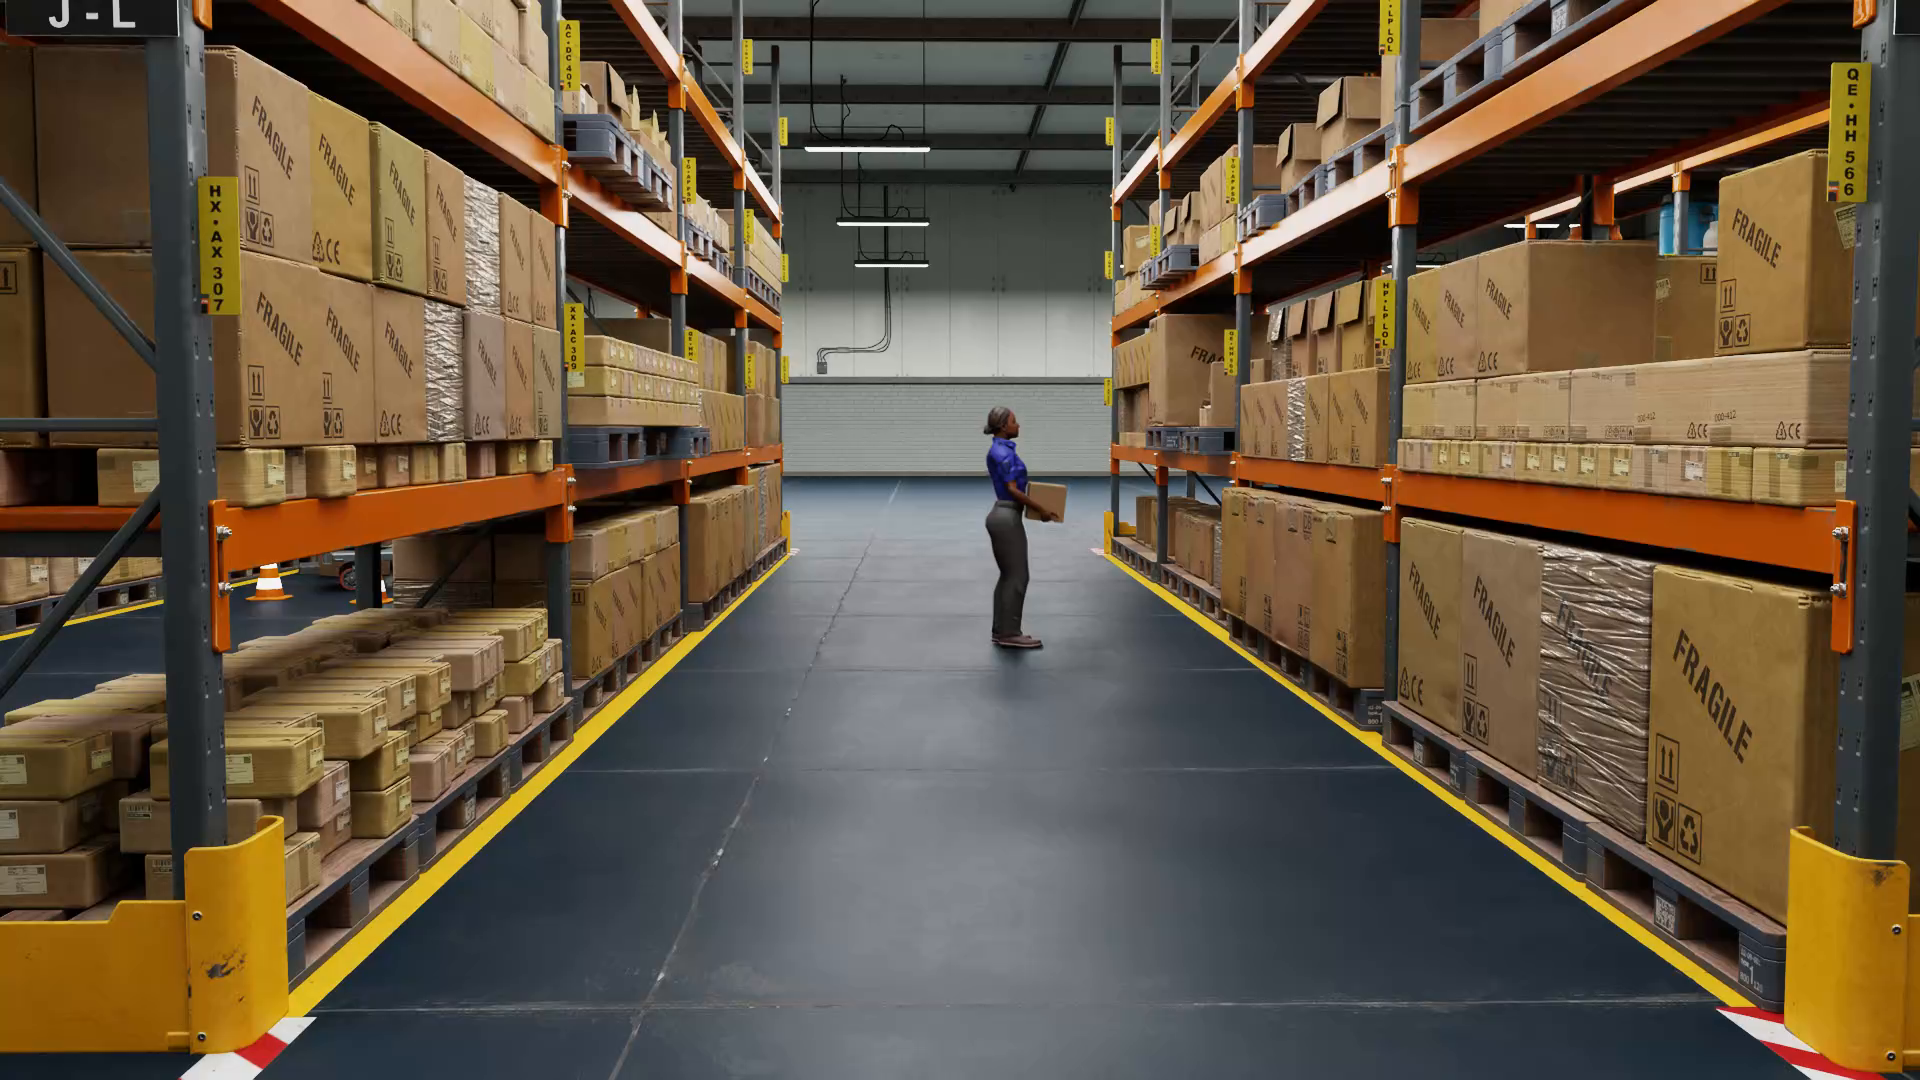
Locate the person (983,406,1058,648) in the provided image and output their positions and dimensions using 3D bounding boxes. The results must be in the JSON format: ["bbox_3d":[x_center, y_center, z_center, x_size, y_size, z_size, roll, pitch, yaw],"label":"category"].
[{"bbox_3d":[0.414,-0.095,11.468,0.508,1.651,0.455,0,4,-2],"label":"person"}]
